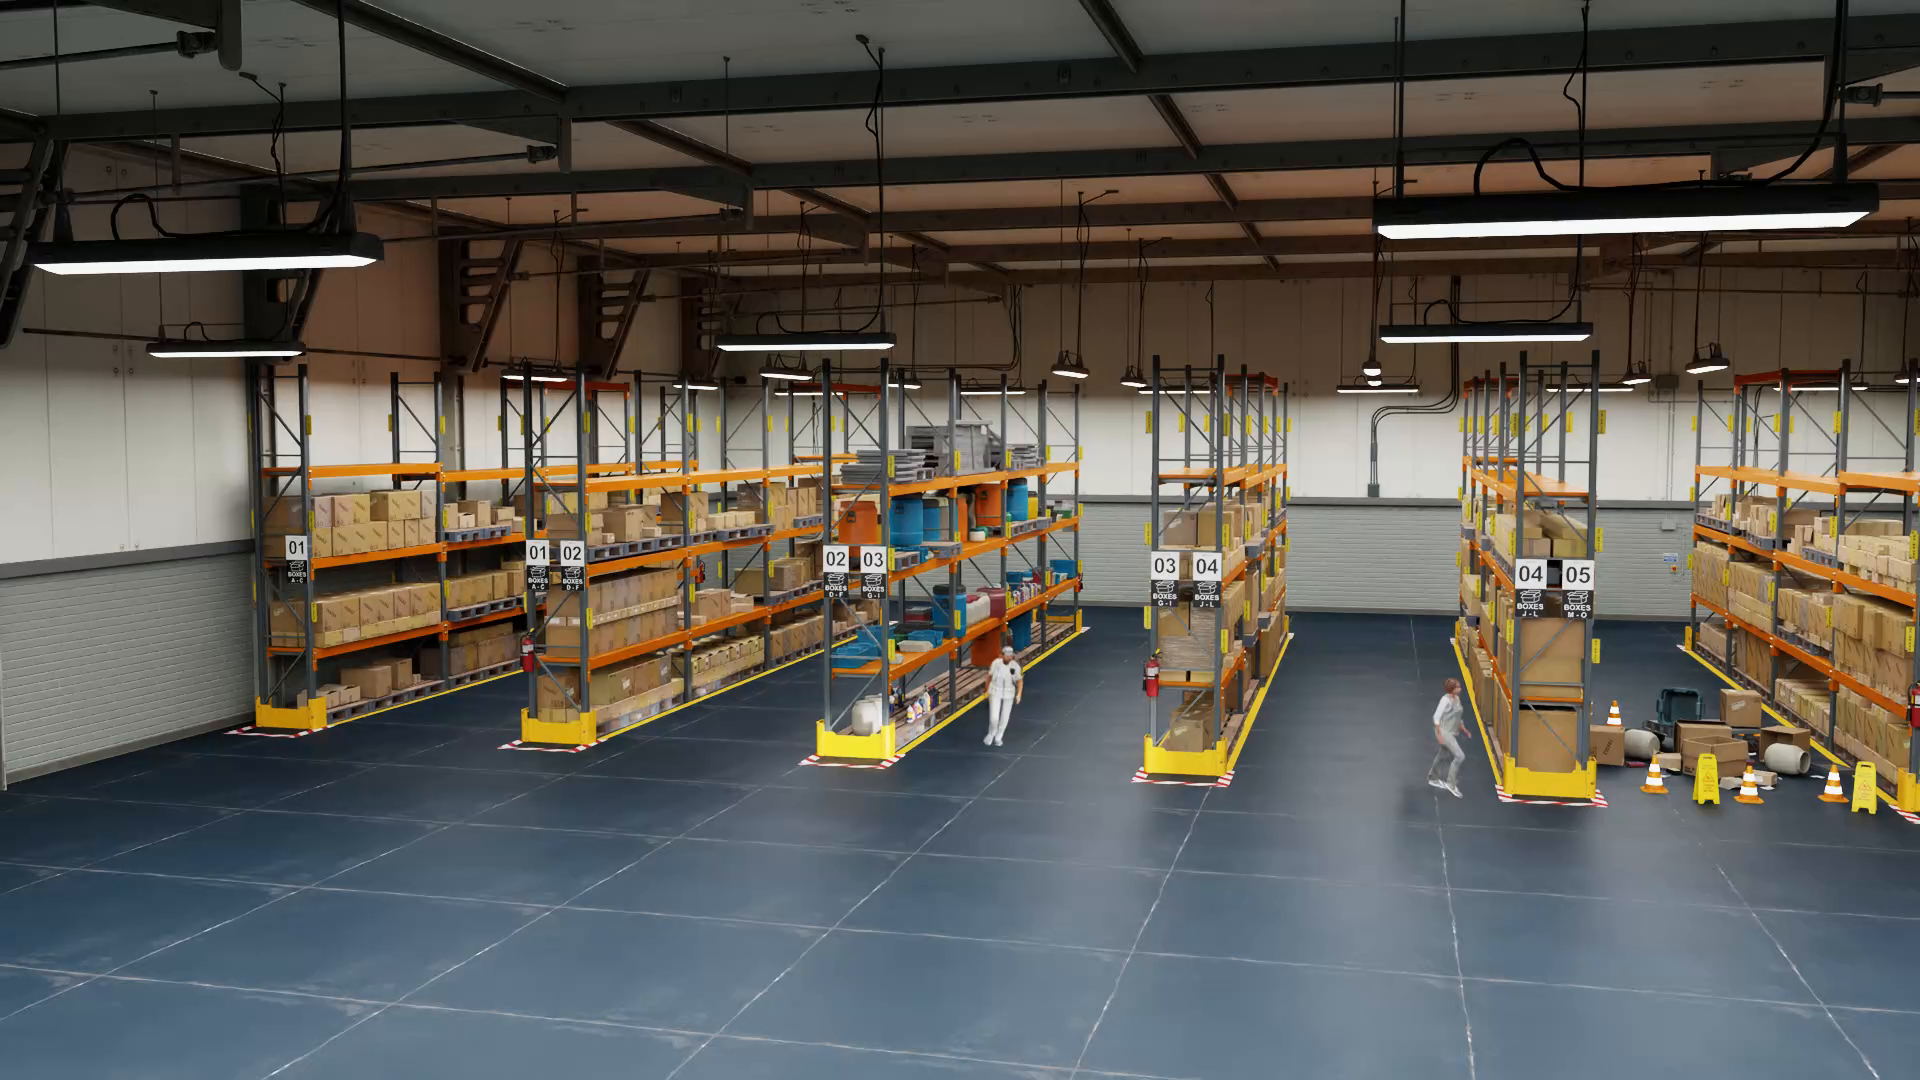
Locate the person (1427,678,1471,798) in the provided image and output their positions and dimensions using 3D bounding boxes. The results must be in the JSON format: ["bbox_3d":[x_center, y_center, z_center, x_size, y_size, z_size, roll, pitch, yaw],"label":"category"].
[{"bbox_3d":[6.563,2.643,22.470,0.609,1.602,0.514,3,5,38],"label":"person"}]

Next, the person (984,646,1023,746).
[{"bbox_3d":[0.673,2.421,25.790,0.596,1.604,0.701,0,4,-7],"label":"person"}]
